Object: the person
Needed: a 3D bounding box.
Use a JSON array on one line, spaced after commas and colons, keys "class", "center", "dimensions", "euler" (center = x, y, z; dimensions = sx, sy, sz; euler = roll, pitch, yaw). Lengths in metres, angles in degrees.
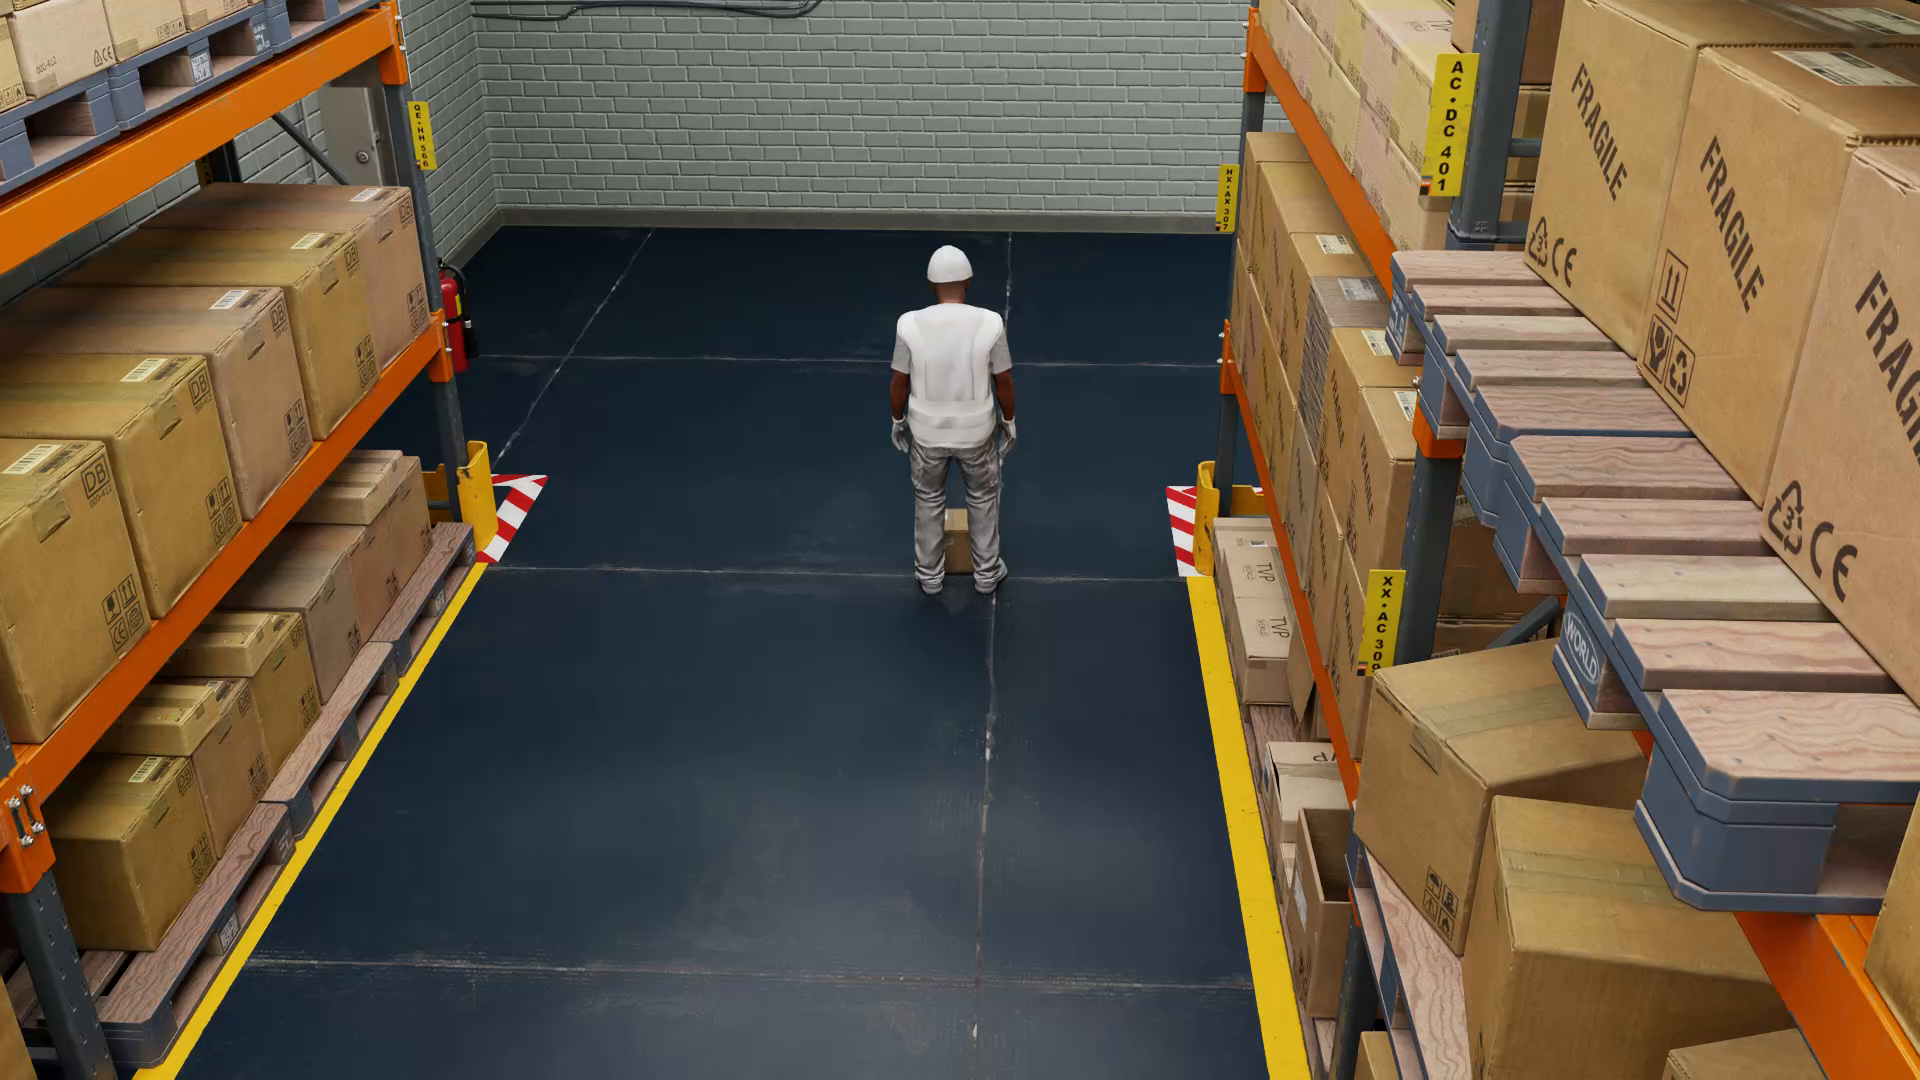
[{"class": "person", "center": [-0.030, -0.562, 8.178], "dimensions": [0.617, 1.774, 0.448], "euler": [1, 28, 2]}]
